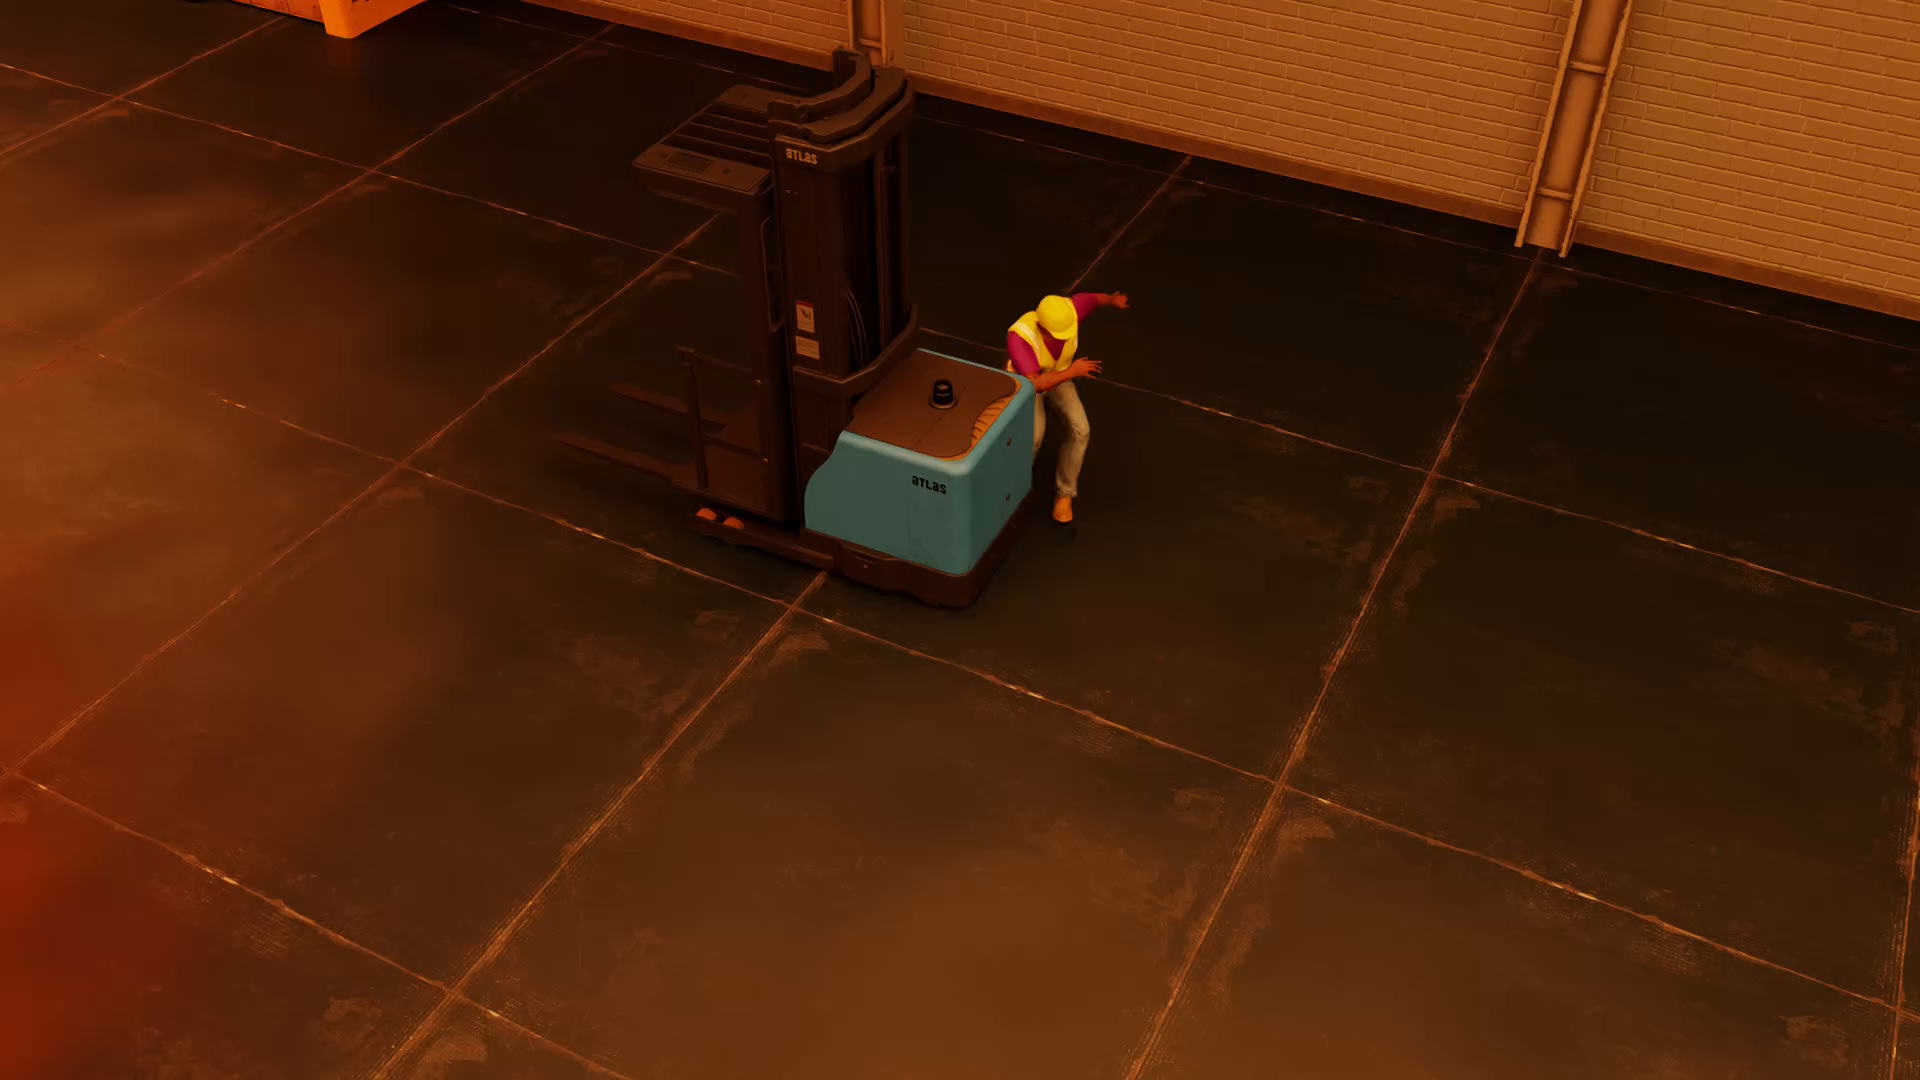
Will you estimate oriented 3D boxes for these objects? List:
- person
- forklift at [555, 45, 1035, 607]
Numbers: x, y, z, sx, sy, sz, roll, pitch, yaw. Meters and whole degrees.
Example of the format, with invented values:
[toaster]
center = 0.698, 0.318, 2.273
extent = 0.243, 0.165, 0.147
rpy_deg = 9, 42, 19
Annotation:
[person]
center = 0.732, -0.948, 10.313
extent = 1.230, 1.458, 0.943
rpy_deg = -18, 43, -20
[forklift]
center = -1.101, -1.380, 9.625
extent = 3.031, 2.935, 1.130
rpy_deg = 17, 43, 20
